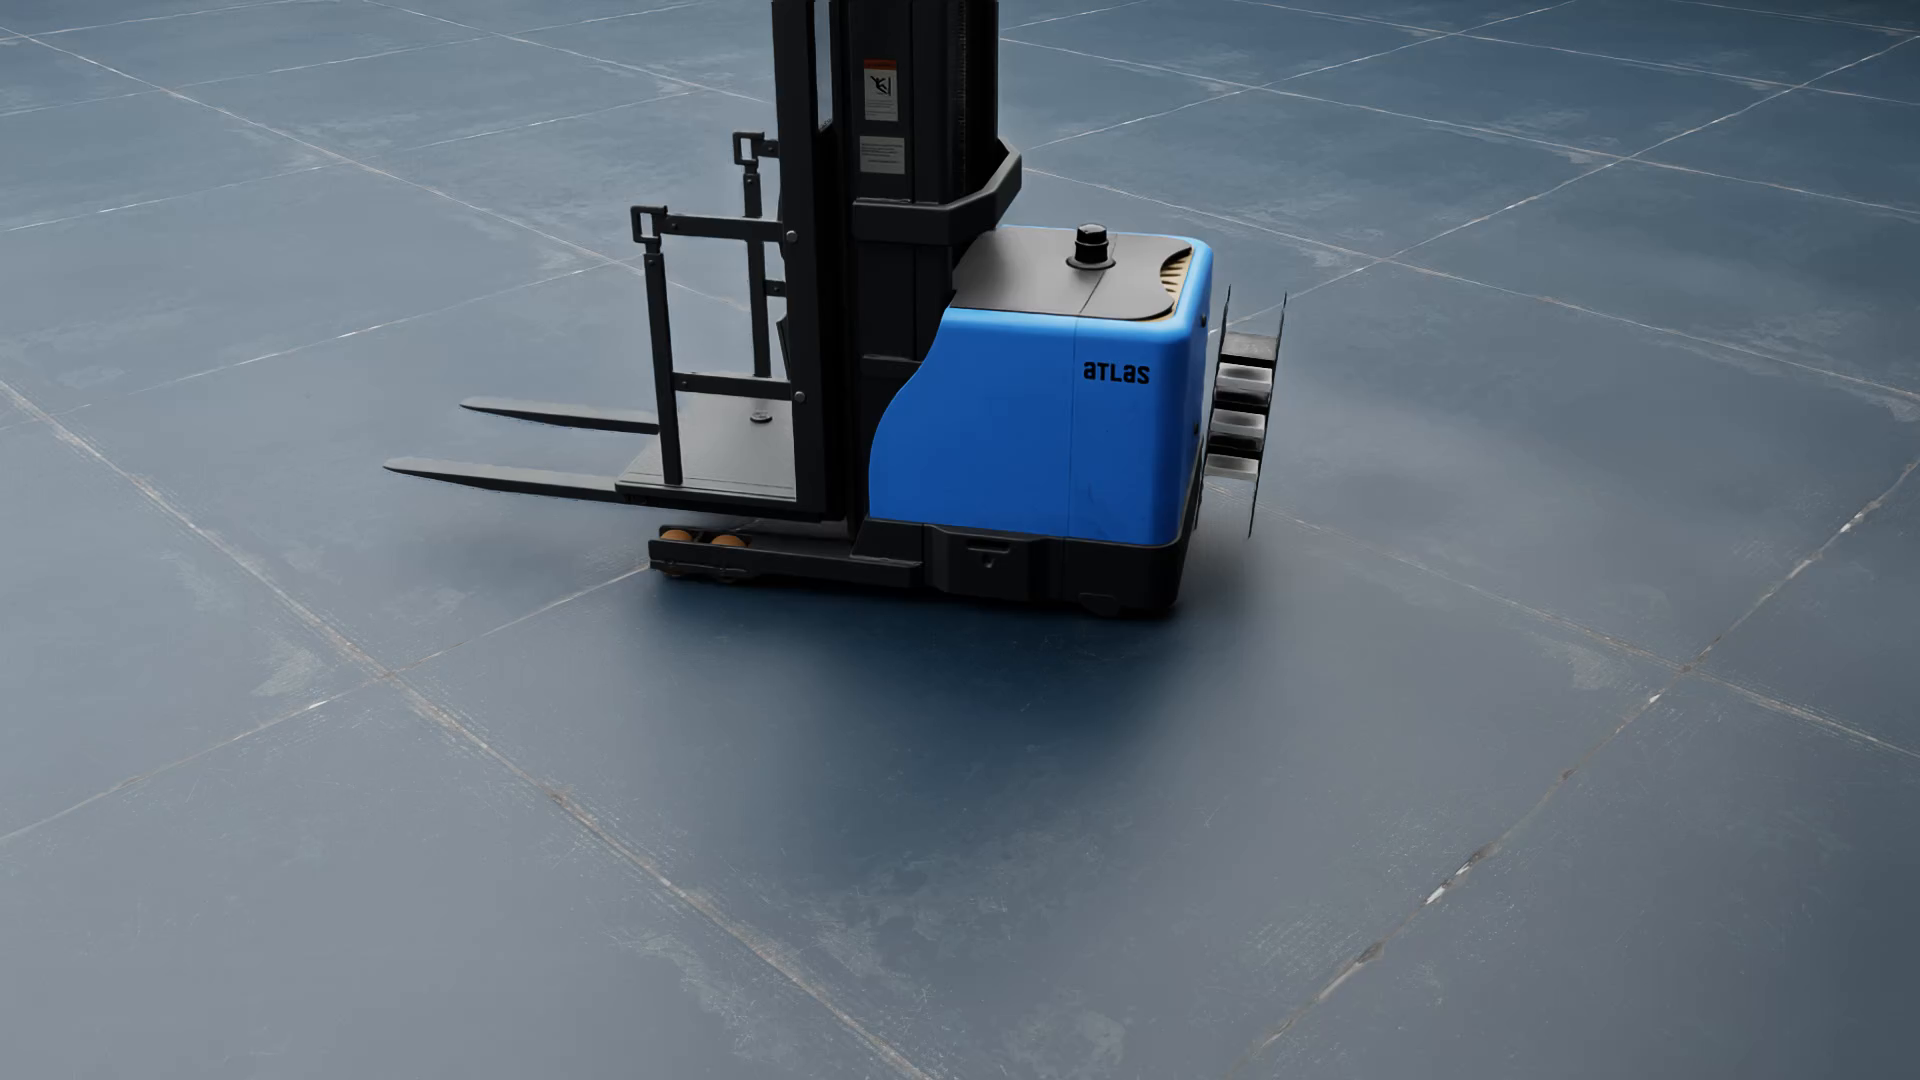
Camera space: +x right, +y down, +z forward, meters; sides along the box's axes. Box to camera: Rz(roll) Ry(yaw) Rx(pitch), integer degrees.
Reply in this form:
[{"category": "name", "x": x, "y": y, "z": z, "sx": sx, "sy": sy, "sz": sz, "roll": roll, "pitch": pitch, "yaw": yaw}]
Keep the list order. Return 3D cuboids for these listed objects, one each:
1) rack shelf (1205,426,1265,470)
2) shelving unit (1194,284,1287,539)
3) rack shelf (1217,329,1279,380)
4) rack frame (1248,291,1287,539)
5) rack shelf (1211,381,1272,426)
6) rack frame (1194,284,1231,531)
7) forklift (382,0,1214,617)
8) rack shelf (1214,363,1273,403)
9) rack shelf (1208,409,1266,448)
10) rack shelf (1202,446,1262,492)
[{"category": "rack shelf", "x": 1.032, "y": -0.361, "z": 6.224, "sx": 0.200, "sy": 0.077, "sz": 0.258, "roll": 9, "pitch": 29, "yaw": 9}, {"category": "shelving unit", "x": 1.038, "y": -0.470, "z": 6.165, "sx": 0.210, "sy": 0.900, "sz": 0.258, "roll": 9, "pitch": 29, "yaw": 9}, {"category": "rack shelf", "x": 1.050, "y": -0.678, "z": 6.053, "sx": 0.200, "sy": 0.077, "sz": 0.258, "roll": 9, "pitch": 29, "yaw": 9}, {"category": "rack frame", "x": 1.137, "y": -0.455, "z": 6.149, "sx": 0.006, "sy": 0.900, "sz": 0.240, "roll": 9, "pitch": 29, "yaw": 9}, {"category": "rack shelf", "x": 1.041, "y": -0.519, "z": 6.139, "sx": 0.200, "sy": 0.077, "sz": 0.258, "roll": 9, "pitch": 29, "yaw": 9}, {"category": "rack frame", "x": 0.939, "y": -0.485, "z": 6.182, "sx": 0.006, "sy": 0.900, "sz": 0.240, "roll": 9, "pitch": 29, "yaw": 9}, {"category": "forklift", "x": -0.643, "y": -1.378, "z": 5.722, "sx": 3.031, "sy": 2.935, "sz": 1.130, "roll": 6, "pitch": 28, "yaw": 11}, {"category": "rack shelf", "x": 1.046, "y": -0.599, "z": 6.096, "sx": 0.200, "sy": 0.077, "sz": 0.258, "roll": 9, "pitch": 29, "yaw": 9}, {"category": "rack shelf", "x": 1.036, "y": -0.440, "z": 6.181, "sx": 0.200, "sy": 0.077, "sz": 0.258, "roll": 9, "pitch": 29, "yaw": 9}, {"category": "rack shelf", "x": 1.027, "y": -0.282, "z": 6.267, "sx": 0.200, "sy": 0.077, "sz": 0.258, "roll": 9, "pitch": 29, "yaw": 9}]
